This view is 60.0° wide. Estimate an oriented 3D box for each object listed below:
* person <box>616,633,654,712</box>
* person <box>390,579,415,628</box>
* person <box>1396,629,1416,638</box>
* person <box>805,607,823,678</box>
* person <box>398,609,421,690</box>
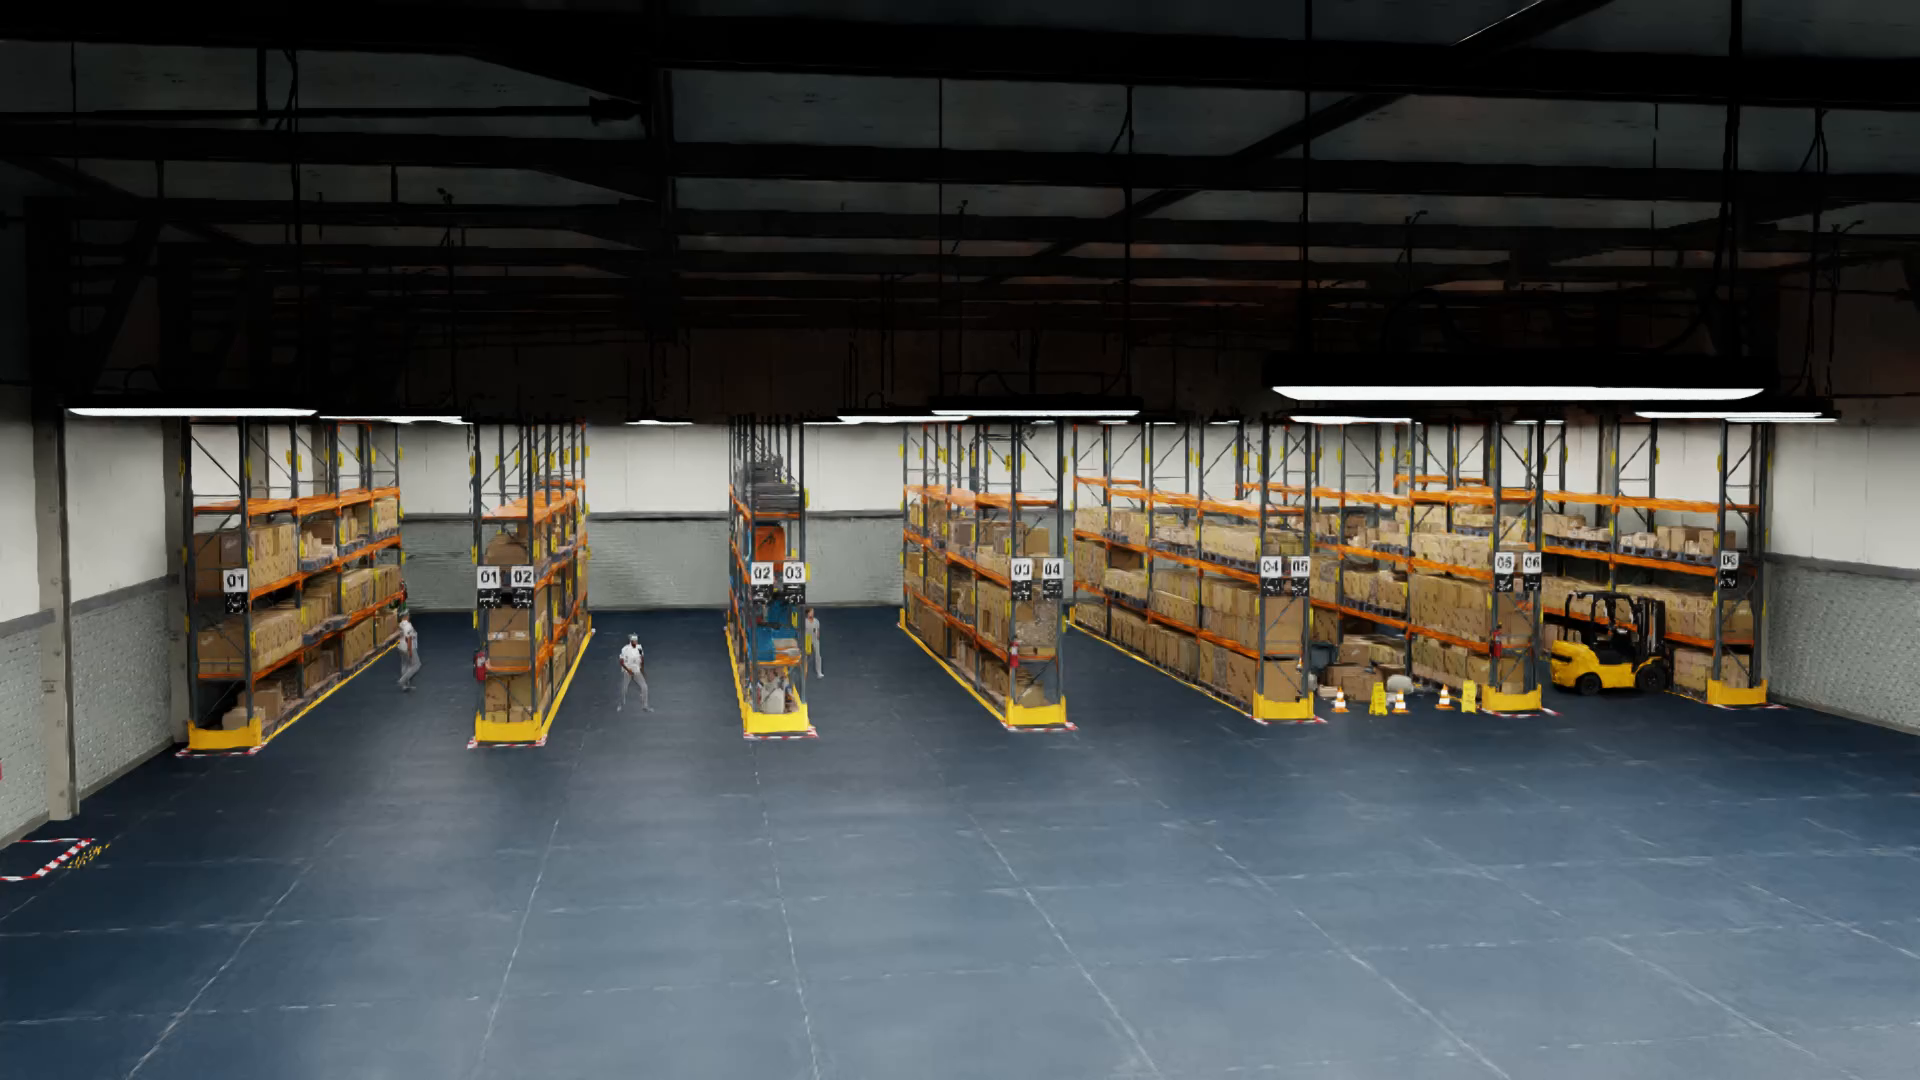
[{"bbox_3d":[-6.556,2.643,33.373,0.625,1.610,0.794,-2,4,-27],"label":"person"},{"bbox_3d":[-15.728,1.650,46.622,0.531,1.785,0.710,2,4,27],"label":"person"},{"bbox_3d":[12.109,1.847,45.103,0.534,1.589,0.521,1,4,14],"label":"person"},{"bbox_3d":[-3.418,2.323,37.996,0.444,1.604,1.016,-1,4,-17],"label":"person"},{"bbox_3d":[-12.014,2.390,36.116,0.468,1.755,0.580,-3,5,-37],"label":"person"}]
